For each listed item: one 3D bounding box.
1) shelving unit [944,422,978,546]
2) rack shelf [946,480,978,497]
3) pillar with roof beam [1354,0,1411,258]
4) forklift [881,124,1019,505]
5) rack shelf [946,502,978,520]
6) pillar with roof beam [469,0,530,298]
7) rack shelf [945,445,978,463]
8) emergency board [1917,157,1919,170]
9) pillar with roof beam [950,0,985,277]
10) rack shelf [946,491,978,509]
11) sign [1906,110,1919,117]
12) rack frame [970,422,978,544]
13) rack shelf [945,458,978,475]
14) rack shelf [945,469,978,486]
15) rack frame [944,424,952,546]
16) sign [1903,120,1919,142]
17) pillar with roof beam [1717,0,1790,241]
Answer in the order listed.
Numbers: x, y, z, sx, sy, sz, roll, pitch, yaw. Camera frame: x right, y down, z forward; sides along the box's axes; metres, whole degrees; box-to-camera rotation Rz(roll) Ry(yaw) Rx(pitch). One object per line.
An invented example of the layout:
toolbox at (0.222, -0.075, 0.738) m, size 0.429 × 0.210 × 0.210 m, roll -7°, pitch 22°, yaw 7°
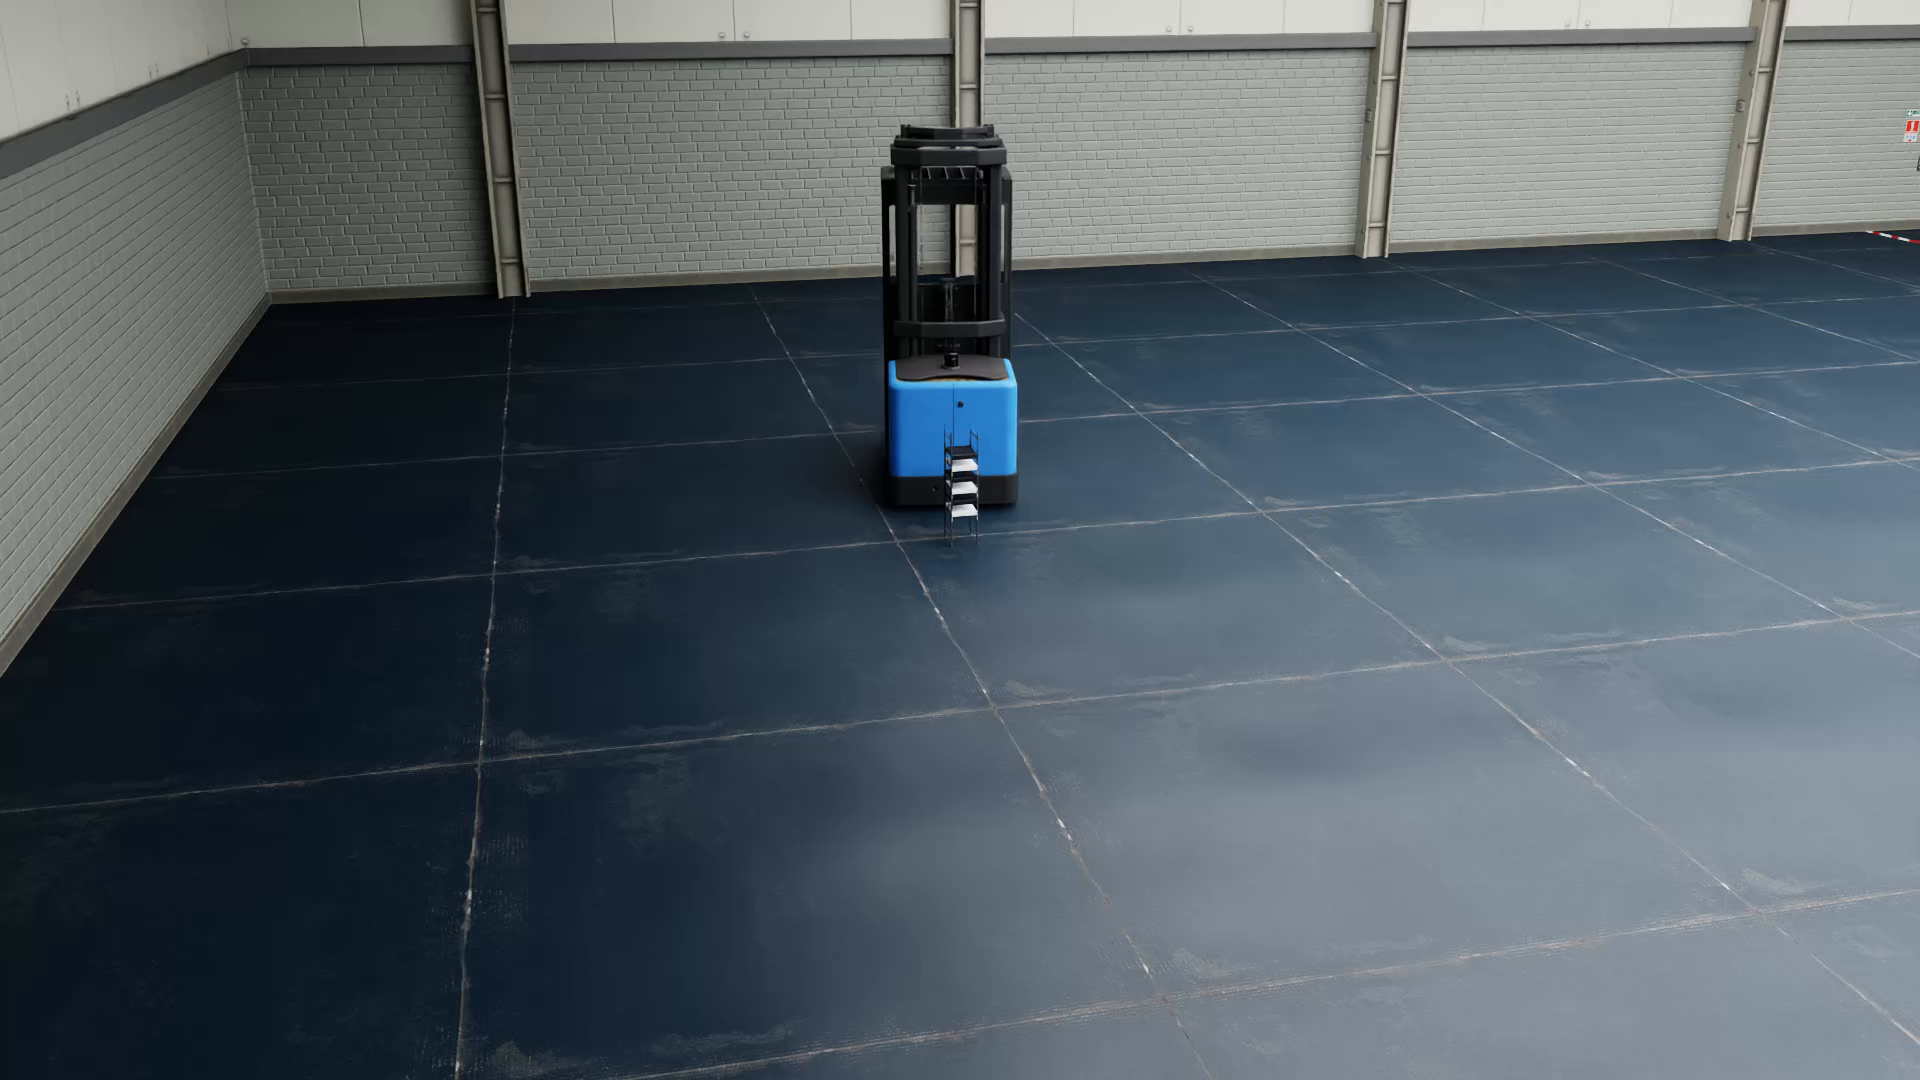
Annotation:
shelving unit at (0.008, -0.423, 12.662) m, size 0.210 × 0.900 × 0.258 m, roll -5°, pitch 21°, yaw -12°
rack shelf at (0.008, -0.392, 12.673) m, size 0.200 × 0.077 × 0.258 m, roll -5°, pitch 21°, yaw -12°
pillar with roof beam at (6.925, -6.892, 18.547) m, size 0.400 × 9.000 × 9.100 m, roll -5°, pitch 21°, yaw -12°
forklift at (-0.122, -2.114, 14.323) m, size 1.130 × 2.935 × 3.031 m, roll -1°, pitch 20°, yaw -3°
rack shelf at (0.008, -0.223, 12.735) m, size 0.200 × 0.077 × 0.258 m, roll -5°, pitch 21°, yaw -12°
pillar with roof beam at (-4.753, -5.942, 15.954) m, size 0.400 × 9.000 × 9.100 m, roll -5°, pitch 21°, yaw -12°
rack shelf at (0.008, -0.645, 12.580) m, size 0.200 × 0.077 × 0.258 m, roll -5°, pitch 21°, yaw -12°
emergency board at (15.186, -6.289, 25.621) m, size 0.626 × 1.169 × 0.157 m, roll -5°, pitch 21°, yaw -12°
pillar with roof beam at (1.086, -6.417, 17.250) m, size 0.400 × 9.000 × 9.100 m, roll -5°, pitch 21°, yaw -12°
rack shelf at (0.008, -0.307, 12.704) m, size 0.200 × 0.077 × 0.258 m, roll -5°, pitch 21°, yaw -12°
sign at (14.644, -6.537, 25.476) m, size 0.331 × 0.109 × 0.001 m, roll -5°, pitch 21°, yaw -12°
rack frame at (0.107, -0.431, 12.684) m, size 0.006 × 0.900 × 0.240 m, roll -5°, pitch 21°, yaw -12°
rack shelf at (0.008, -0.561, 12.611) m, size 0.200 × 0.077 × 0.258 m, roll -5°, pitch 21°, yaw -12°
rack shelf at (0.008, -0.476, 12.642) m, size 0.200 × 0.077 × 0.258 m, roll -5°, pitch 21°, yaw -12°
rack frame at (-0.091, -0.415, 12.640) m, size 0.006 × 0.900 × 0.240 m, roll -5°, pitch 21°, yaw -12°
sign at (14.637, -6.291, 25.575) m, size 0.234 × 0.329 × 0.001 m, roll -5°, pitch 21°, yaw -12°
pillar with roof beam at (12.764, -7.367, 19.843) m, size 0.400 × 9.000 × 9.100 m, roll -5°, pitch 21°, yaw -12°
